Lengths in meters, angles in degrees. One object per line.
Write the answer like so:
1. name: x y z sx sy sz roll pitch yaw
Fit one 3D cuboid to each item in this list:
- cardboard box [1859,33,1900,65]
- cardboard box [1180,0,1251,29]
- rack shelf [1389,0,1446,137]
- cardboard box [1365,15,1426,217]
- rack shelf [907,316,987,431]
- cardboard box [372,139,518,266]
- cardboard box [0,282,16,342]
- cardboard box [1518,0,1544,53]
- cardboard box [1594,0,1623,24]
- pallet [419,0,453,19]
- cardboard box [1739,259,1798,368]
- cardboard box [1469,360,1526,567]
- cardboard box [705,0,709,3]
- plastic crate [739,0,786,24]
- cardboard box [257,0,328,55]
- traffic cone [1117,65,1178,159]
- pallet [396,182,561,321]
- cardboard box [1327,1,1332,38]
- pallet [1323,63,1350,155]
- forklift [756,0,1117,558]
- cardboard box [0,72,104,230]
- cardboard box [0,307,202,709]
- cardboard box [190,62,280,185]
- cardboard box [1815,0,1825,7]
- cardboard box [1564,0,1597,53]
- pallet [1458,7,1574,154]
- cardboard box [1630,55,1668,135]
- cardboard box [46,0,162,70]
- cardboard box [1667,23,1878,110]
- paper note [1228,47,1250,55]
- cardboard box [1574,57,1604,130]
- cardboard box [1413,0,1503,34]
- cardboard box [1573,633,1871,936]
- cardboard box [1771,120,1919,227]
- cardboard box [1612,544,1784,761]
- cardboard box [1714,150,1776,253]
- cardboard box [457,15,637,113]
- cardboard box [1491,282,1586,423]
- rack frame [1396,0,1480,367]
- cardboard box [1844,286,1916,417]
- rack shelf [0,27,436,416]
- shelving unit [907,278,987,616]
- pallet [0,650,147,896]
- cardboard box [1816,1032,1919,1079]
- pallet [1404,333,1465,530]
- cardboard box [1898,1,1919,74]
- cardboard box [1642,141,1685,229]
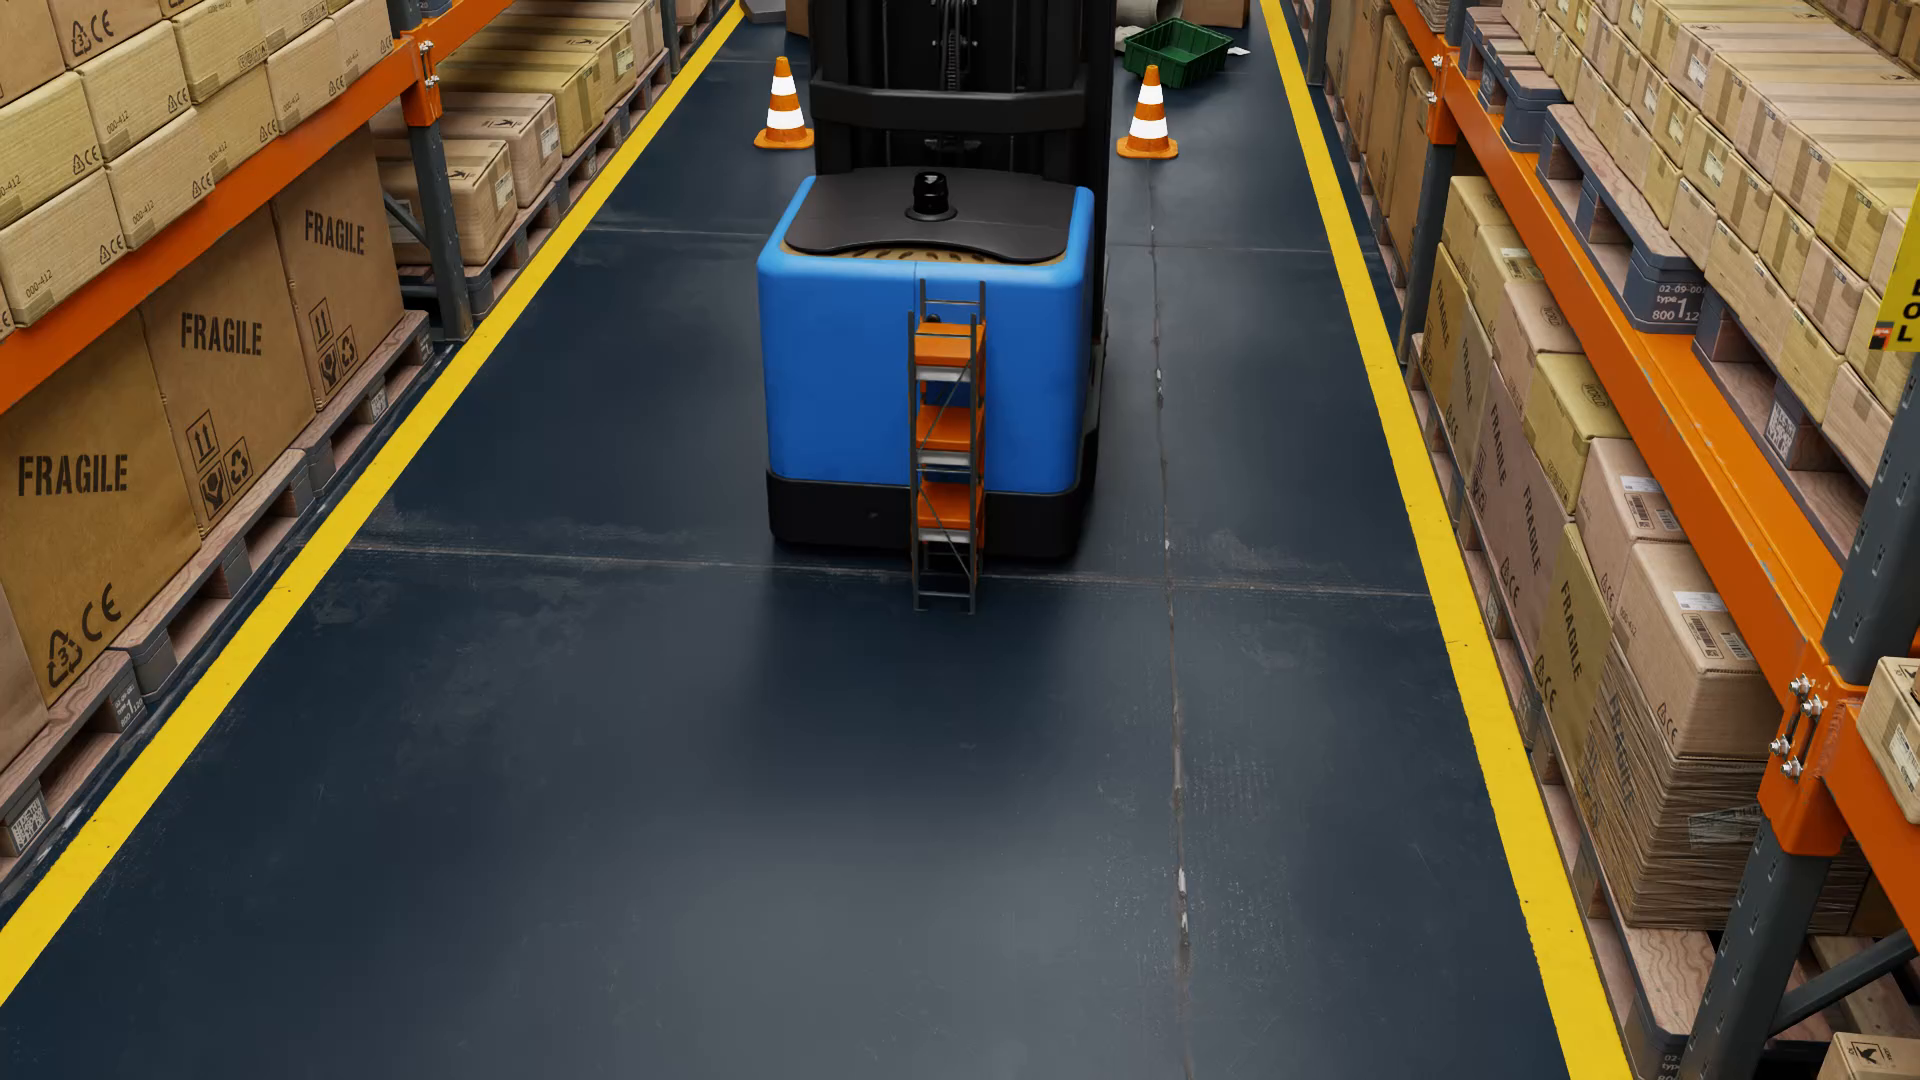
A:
1. cardboard box: 2.645 -1.254 4.482 0.380 0.149 0.250 3 32 5
2. cardboard box: 1.764 -3.892 11.587 0.500 0.500 0.500 8 32 12
3. rack shelf: 2.497 -2.748 8.036 1.077 0.370 4.000 2 32 4
4. cardboard box: 2.542 -2.001 7.882 1.050 0.750 0.750 3 32 5
5. rack shelf: -0.037 -0.508 5.052 0.215 0.259 0.240 4 32 6
6. cardboard box: -2.551 -1.522 7.465 0.950 0.372 0.625 0 32 1
7. cardboard box: -2.593 -0.501 3.847 0.500 0.250 0.500 2 32 3
8. cardboard box: 2.075 -1.715 5.512 0.380 0.149 0.250 4 32 6
9. cardboard box: 2.018 -1.551 4.680 0.380 0.149 0.250 4 32 6
10. pallet: -2.655 -2.462 7.070 1.213 0.211 1.003 2 32 4
11. cardboard box: 1.887 -0.471 3.494 0.380 0.149 0.250 2 32 4
12. cardboard box: 1.948 -0.232 5.250 0.500 0.500 0.500 2 32 3
13. cardboard box: -1.932 -3.843 11.348 0.500 0.250 0.500 4 32 7
14. plastic crate: -1.337 -3.802 11.842 0.402 0.080 0.583 -8 33 -13
15. cardboard box: -2.432 -1.784 5.451 0.500 0.250 0.500 2 32 3
16. traffic cone: 1.046 -2.383 9.176 0.336 0.463 0.334 2 32 4
17. pallet: -2.542 -1.388 7.802 1.003 0.211 1.213 2 32 4
18. cardboard box: 2.781 -3.700 10.520 0.875 0.875 0.875 3 32 5
19. pallet: 2.672 -2.506 9.615 1.003 0.211 1.213 2 32 4
20. forklift: 0.037 -1.940 6.104 1.130 2.935 3.031 4 32 6
21. cardboard box: -2.534 -0.979 4.146 0.500 0.250 0.500 3 32 5
22. cardboard box: -2.896 -0.150 4.759 0.875 0.875 0.875 3 32 5
23. cardboard box: -2.473 -1.297 5.139 0.500 0.250 0.500 2 32 3
24. cardboard box: 2.689 -1.650 4.840 0.380 0.149 0.250 3 32 5
25. cardboard box: 2.036 -1.549 4.960 0.380 0.149 0.250 3 32 4
26. pallet: 2.383 -1.549 5.588 1.213 0.211 1.003 2 32 4
27. cardboard box: 1.974 -1.148 4.309 0.380 0.149 0.250 4 32 6
28. cardboard box: -2.518 -1.561 4.376 0.500 0.500 0.500 2 32 3
29. cardboard box: 1.954 -1.142 4.015 0.380 0.149 0.250 1 32 2
30. paper note: 1.812 -3.226 10.956 0.147 0.020 0.142 -20 37 -29
31. cardboard box: 2.014 -1.293 4.828 0.380 0.149 0.250 3 32 6
32. cardboard box: 2.104 -2.298 6.524 0.500 0.500 0.500 2 32 4
33. cardboard box: 1.818 0.571 3.947 0.500 0.500 0.500 2 32 3
34. cardboard box: 1.891 -0.736 3.357 0.380 0.149 0.250 1 32 2
35. cardboard box: 1.818 0.249 3.754 0.500 0.250 0.500 2 32 3
36. cardboard box: 1.906 -0.742 3.651 0.380 0.149 0.250 1 32 2
37. cardboard box: -2.377 -2.668 9.325 0.950 0.372 0.625 4 32 7
38. cardboard box: 1.943 -0.569 5.081 0.500 0.250 0.500 3 32 4
39. rack frame: 2.335 -2.008 6.150 1.000 3.000 0.127 2 32 4
40. cardboard box: 1.844 -0.332 2.985 0.380 0.149 0.250 3 32 5
41. rack shelf: -2.770 -0.815 4.899 1.077 0.370 4.000 2 32 4
42. shelving unit: -0.037 -0.275 5.196 0.215 1.050 0.252 4 32 6
43. pallet: -2.945 0.705 4.405 1.003 0.211 1.213 2 32 4
44. cardboard box: 1.774 1.036 2.960 0.380 0.149 0.250 4 32 6
45. pallet: 2.269 -0.413 6.218 1.003 0.211 1.213 2 32 4
46. cardboard box: 2.622 -1.245 4.184 0.380 0.149 0.250 3 32 5
47. cardboard box: 1.947 -0.886 4.168 0.380 0.149 0.250 4 32 6
